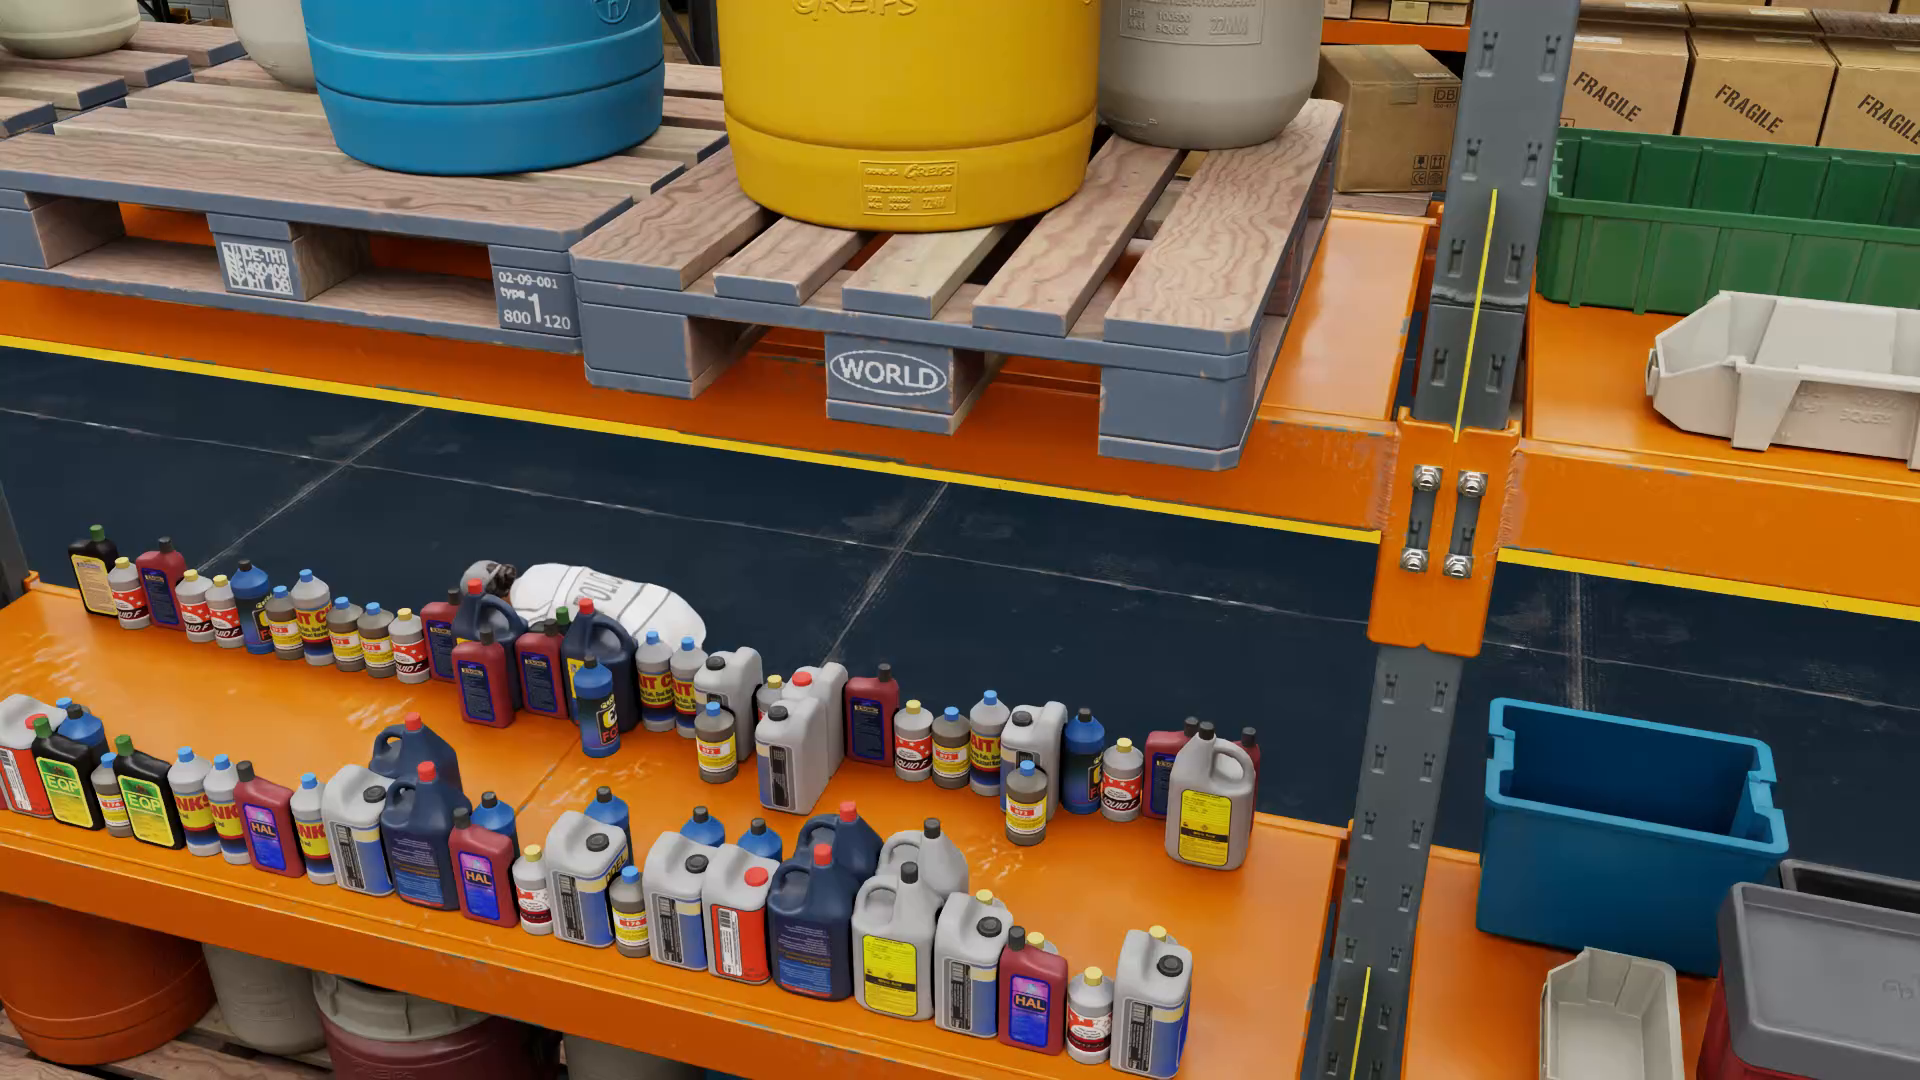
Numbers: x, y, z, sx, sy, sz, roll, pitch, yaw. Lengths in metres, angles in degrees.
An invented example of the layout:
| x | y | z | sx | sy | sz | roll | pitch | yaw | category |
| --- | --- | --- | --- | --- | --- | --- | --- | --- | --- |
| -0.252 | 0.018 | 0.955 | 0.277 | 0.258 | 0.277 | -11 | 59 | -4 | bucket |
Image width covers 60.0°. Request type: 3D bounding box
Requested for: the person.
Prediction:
| x | y | z | sx | sy | sz | roll | pitch | yaw | category |
| --- | --- | --- | --- | --- | --- | --- | --- | --- | --- |
| -1.424 | 0.458 | 6.316 | 0.910 | 0.797 | 0.520 | 8 | 30 | 14 | person |
